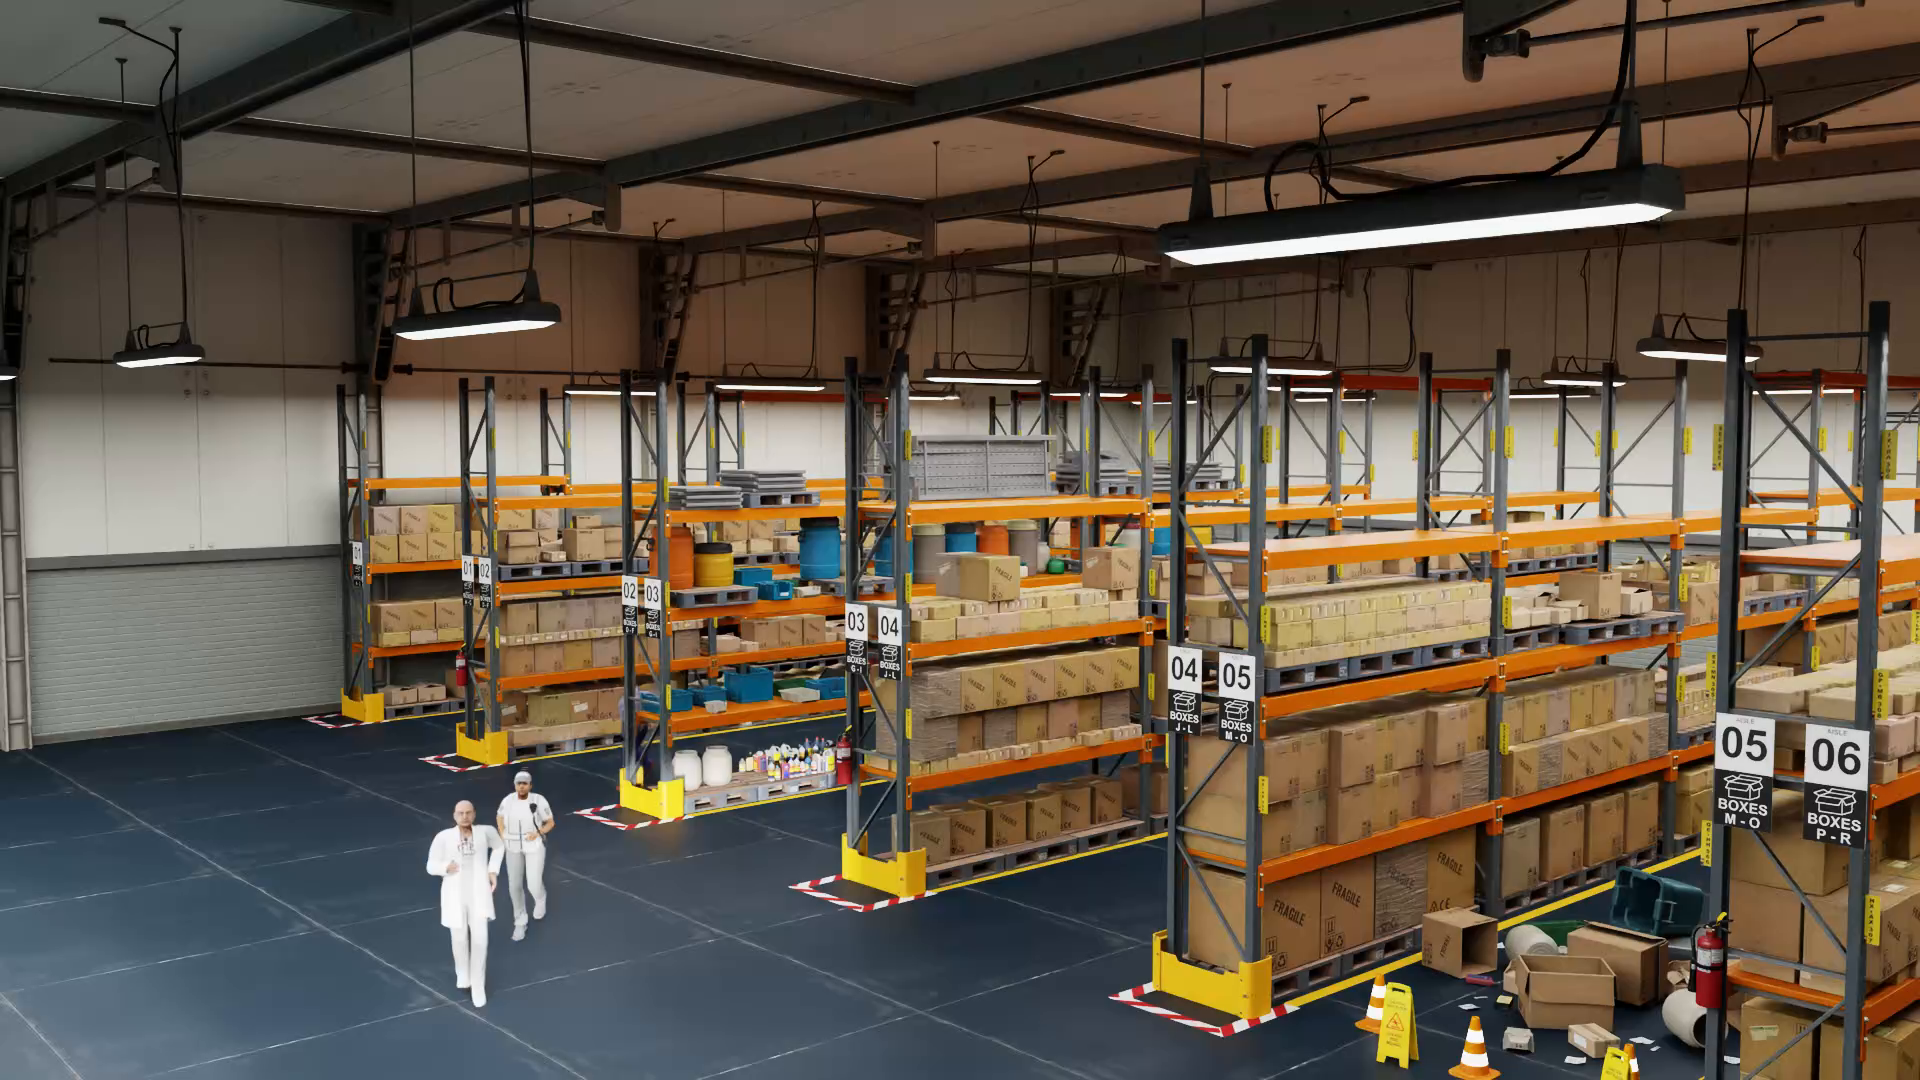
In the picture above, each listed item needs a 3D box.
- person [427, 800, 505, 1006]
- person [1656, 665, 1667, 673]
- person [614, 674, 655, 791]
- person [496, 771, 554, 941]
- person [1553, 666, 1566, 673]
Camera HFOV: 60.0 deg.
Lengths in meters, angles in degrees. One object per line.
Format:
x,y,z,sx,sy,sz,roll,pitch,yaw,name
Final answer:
-4.484,3.287,15.133,0.685,1.844,0.794,-1,4,-16,person
10.491,2.712,24.861,0.725,1.708,0.555,-3,5,-35,person
-4.722,2.767,24.206,0.627,1.654,0.817,3,5,41,person
-4.500,3.212,17.201,0.609,1.675,0.775,0,4,-5,person
9.109,2.700,25.320,0.544,1.575,0.864,3,5,41,person
